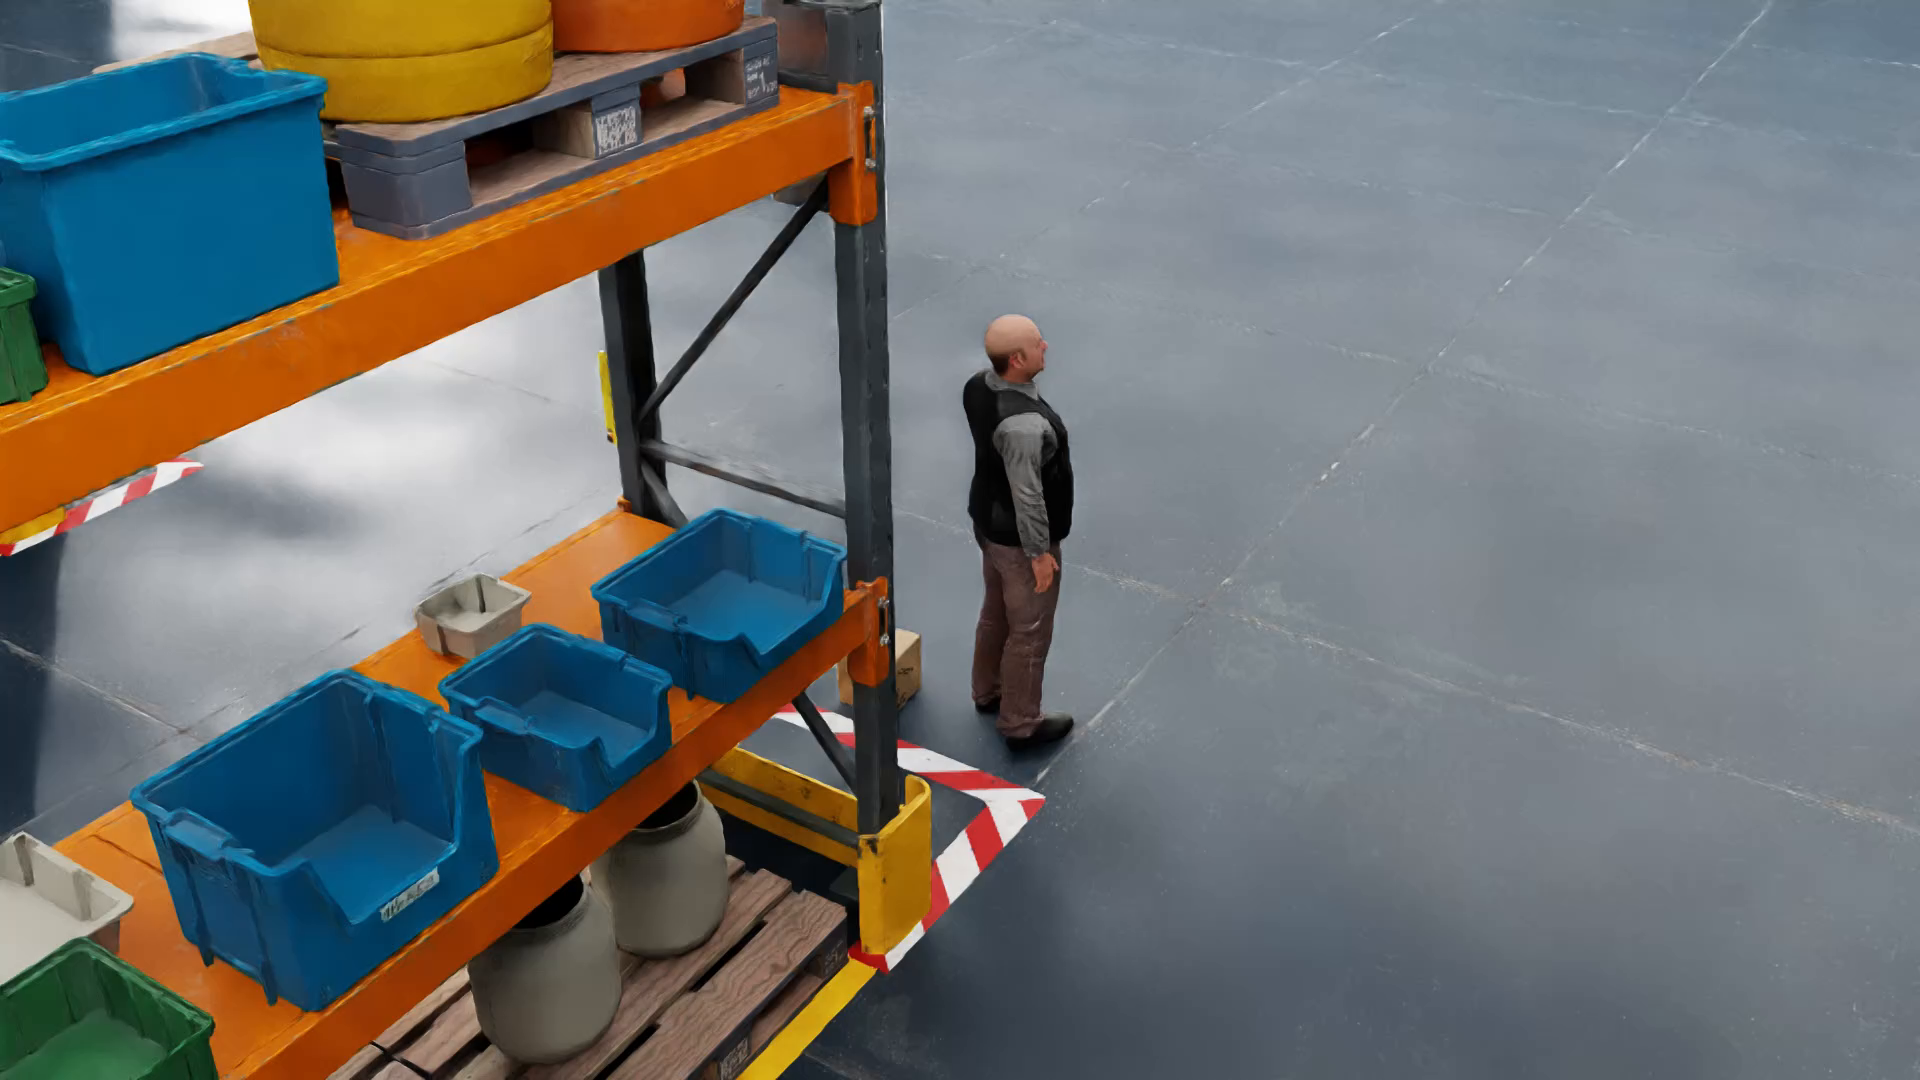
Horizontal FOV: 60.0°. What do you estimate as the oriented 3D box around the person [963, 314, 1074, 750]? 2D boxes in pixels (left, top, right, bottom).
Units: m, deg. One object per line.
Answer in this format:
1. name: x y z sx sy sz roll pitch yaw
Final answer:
1. person: 0.232 -0.036 6.177 0.374 1.723 0.542 -10 32 -16
